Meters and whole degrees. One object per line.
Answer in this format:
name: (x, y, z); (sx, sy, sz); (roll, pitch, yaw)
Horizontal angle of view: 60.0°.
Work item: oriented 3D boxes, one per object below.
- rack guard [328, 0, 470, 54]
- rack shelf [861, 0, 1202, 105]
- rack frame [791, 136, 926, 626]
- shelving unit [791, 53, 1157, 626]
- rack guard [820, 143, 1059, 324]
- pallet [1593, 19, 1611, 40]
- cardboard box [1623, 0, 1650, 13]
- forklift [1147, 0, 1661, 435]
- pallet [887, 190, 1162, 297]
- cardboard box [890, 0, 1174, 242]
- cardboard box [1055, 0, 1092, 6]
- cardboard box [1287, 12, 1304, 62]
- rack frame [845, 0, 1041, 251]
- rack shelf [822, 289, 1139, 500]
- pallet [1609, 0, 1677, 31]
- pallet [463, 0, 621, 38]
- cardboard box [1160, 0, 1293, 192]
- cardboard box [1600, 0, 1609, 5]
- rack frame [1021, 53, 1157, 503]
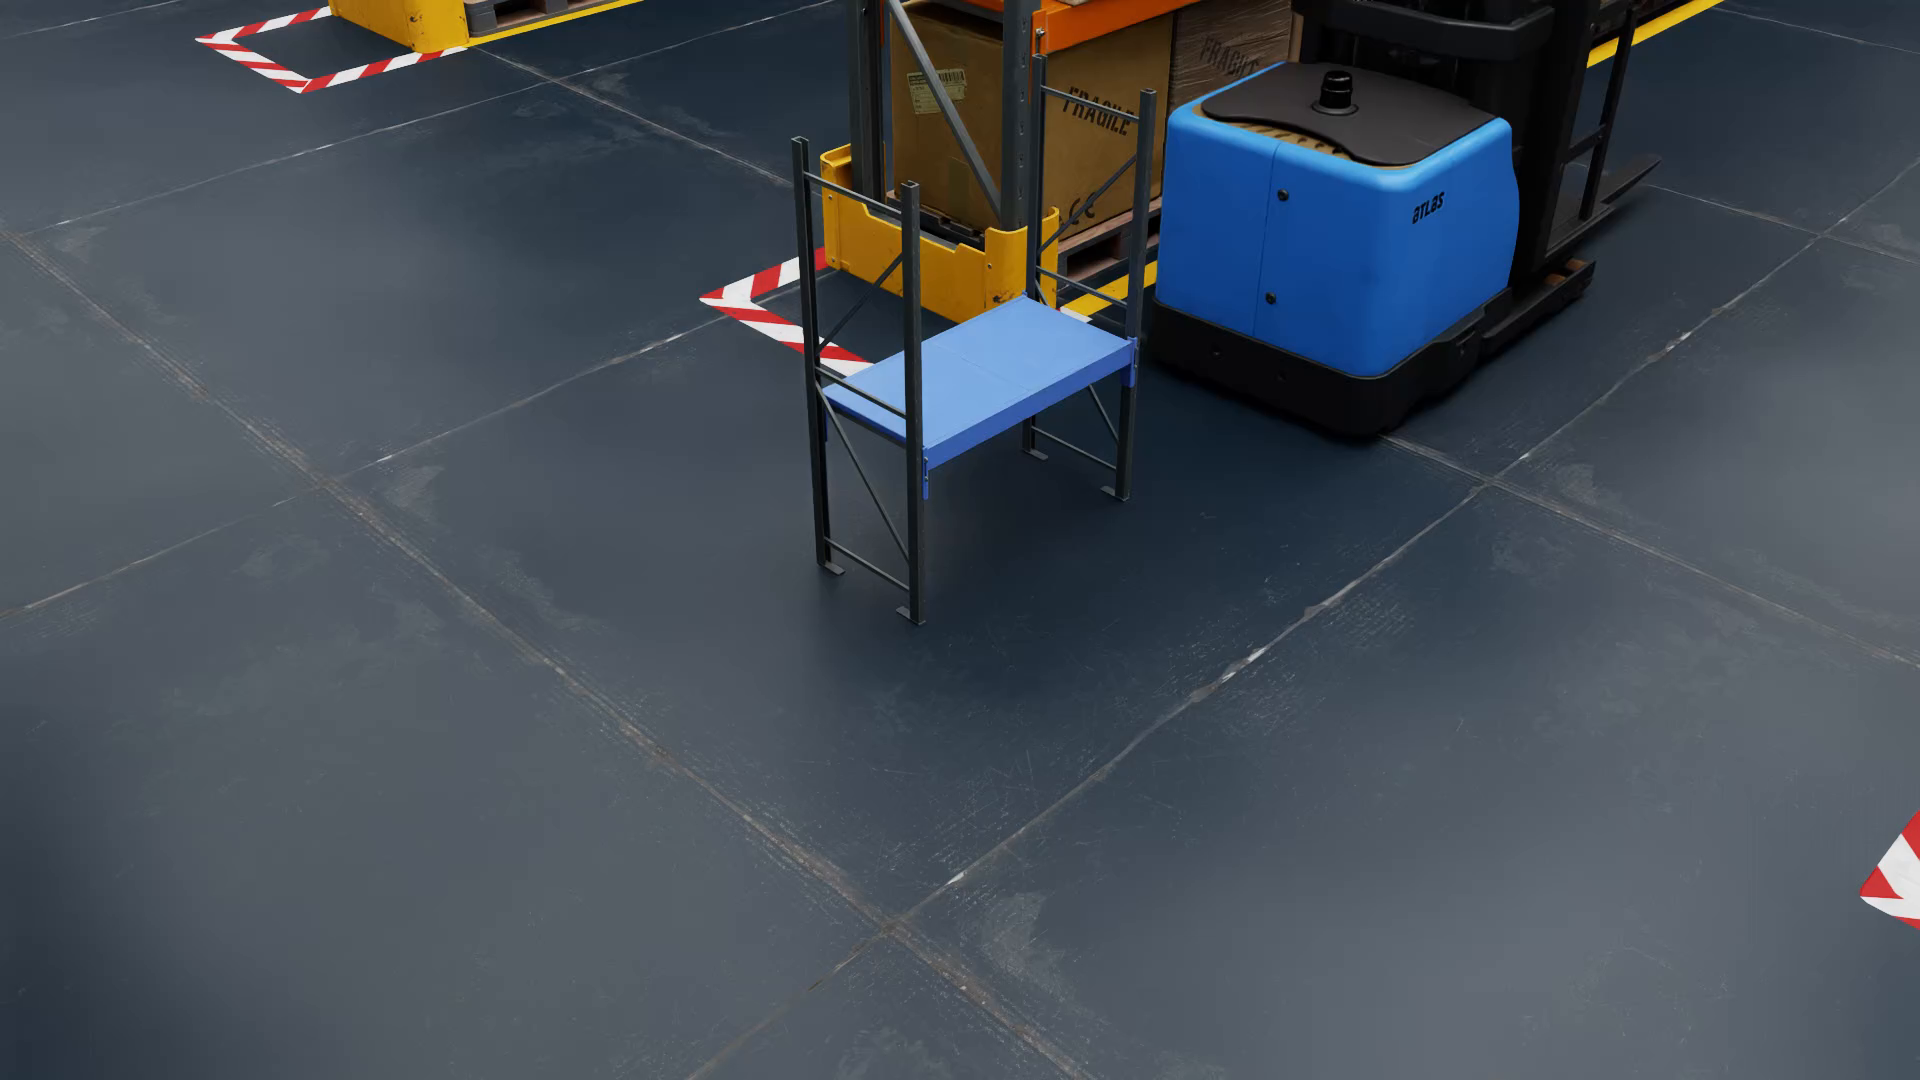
rack guard: (-3.481, -3.388, 10.171); (1.175, 0.500, 0.348); (30, 45, 35)
rack shelf: (1.323, -2.859, 7.857); (1.077, 0.370, 4.000); (30, 45, 35)
rack frame: (-0.298, -0.443, 5.075); (0.500, 1.500, 0.032); (30, 45, 35)
shelving unit: (0.060, -0.650, 5.371); (0.538, 1.500, 1.048); (30, 45, 35)
rack guard: (-0.103, -1.307, 7.188); (1.175, 0.500, 0.348); (30, 45, 35)
pallet: (3.223, -3.166, 10.105); (1.003, 0.211, 1.213); (30, 45, 35)
cardboard box: (3.798, -3.898, 10.207); (1.225, 0.875, 0.875); (28, 44, 34)
forklift: (2.117, -2.352, 6.560); (1.130, 2.935, 3.031); (27, 43, 33)
pallet: (0.422, -1.555, 7.795); (1.003, 0.211, 1.213); (30, 45, 35)
cardboard box: (0.308, -1.935, 7.393); (0.875, 0.875, 0.875); (30, 45, 35)
cardboard box: (0.399, -2.251, 6.574); (0.250, 0.149, 0.380); (-29, 44, -35)
cardboard box: (1.577, -2.666, 8.441); (0.875, 0.875, 0.875); (30, 45, 35)
rack frame: (-0.086, -2.343, 6.487); (1.000, 3.000, 0.127); (30, 45, 35)
rack shelf: (0.060, -0.502, 5.474); (0.538, 0.185, 1.000); (30, 45, 35)
pallet: (4.082, -3.664, 10.819); (1.003, 0.211, 1.213); (30, 45, 35)
pallet: (-2.883, -3.585, 10.706); (1.003, 0.211, 1.213); (30, 45, 35)
cardboard box: (0.950, -2.305, 7.923); (0.875, 0.875, 0.875); (30, 45, 35)
cardboard box: (3.169, -3.535, 9.687); (1.225, 0.875, 0.875); (30, 45, 35)
rack frame: (0.418, -0.856, 5.667); (0.500, 1.500, 0.032); (30, 45, 35)
